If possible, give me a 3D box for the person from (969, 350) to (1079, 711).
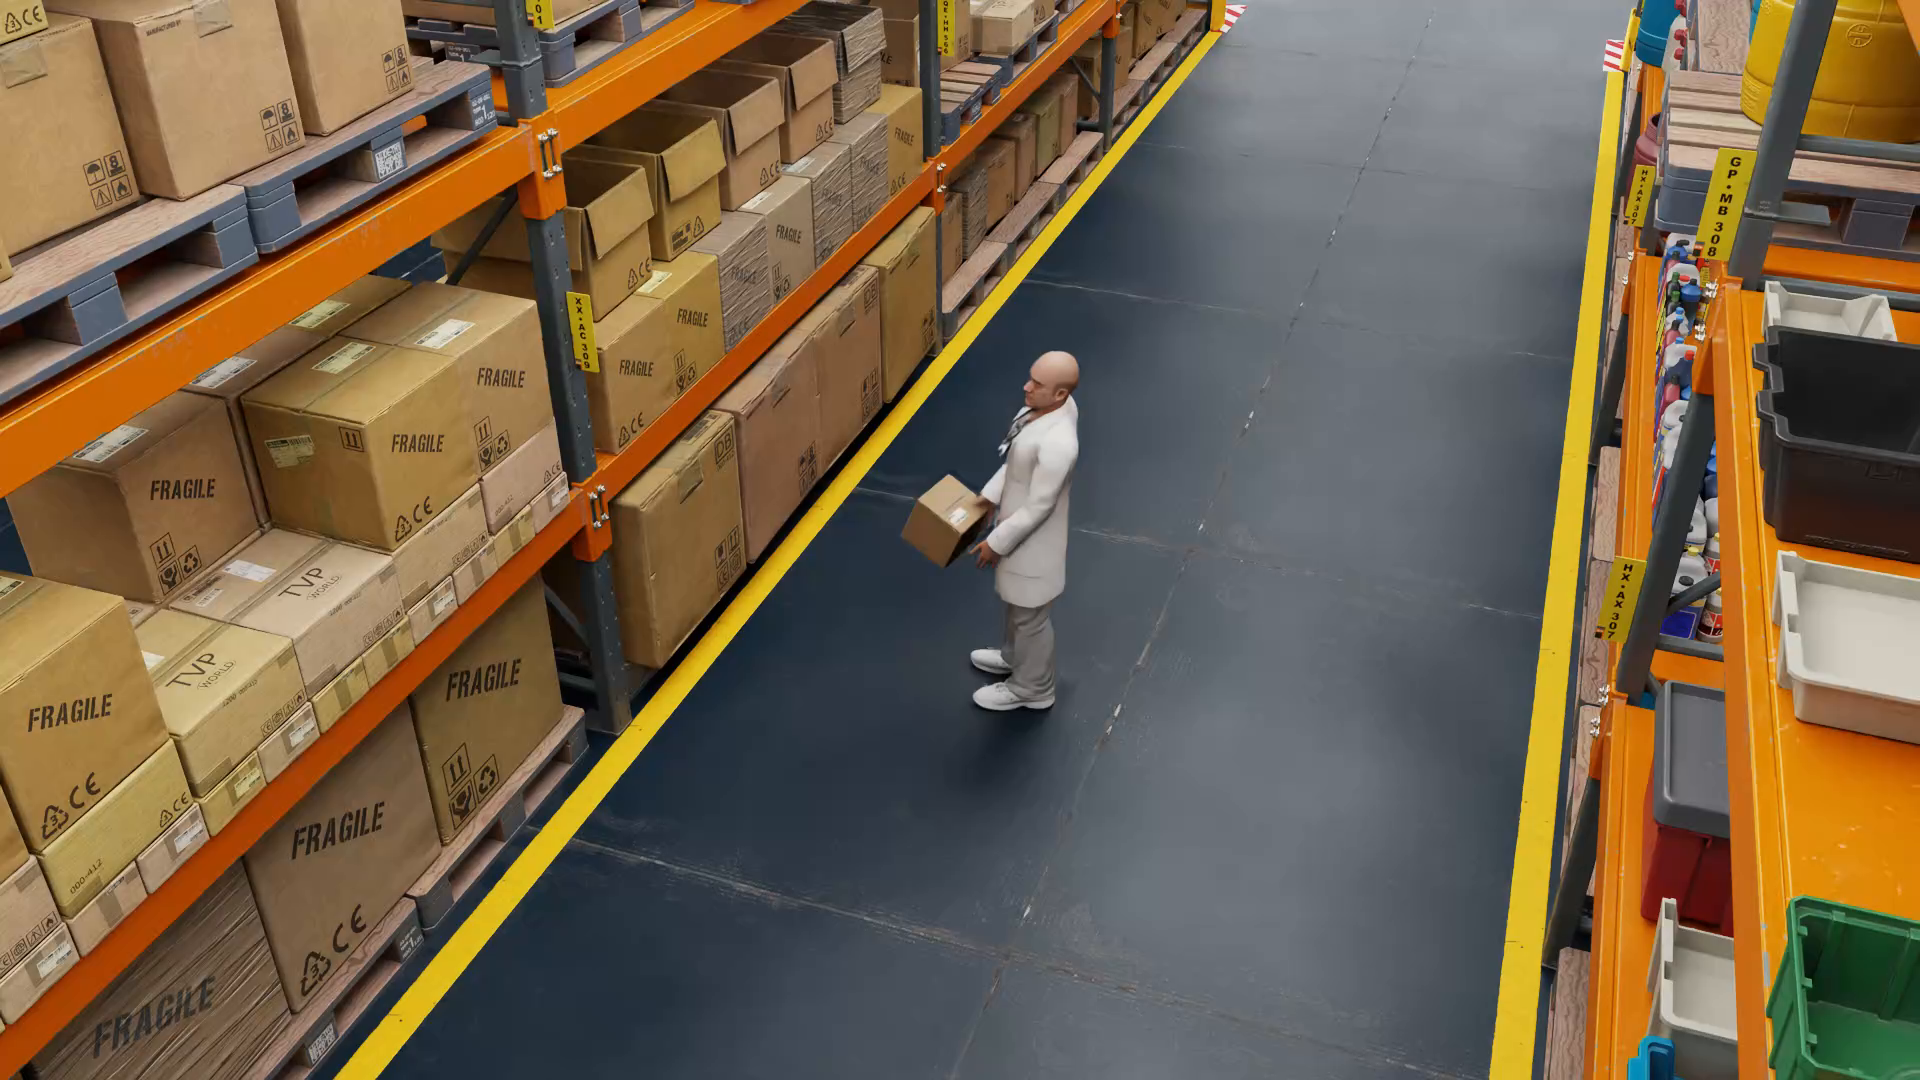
[{"bbox_3d":[0.256,-0.023,7.175,0.469,1.783,0.607,0,33,1],"label":"person"}]
